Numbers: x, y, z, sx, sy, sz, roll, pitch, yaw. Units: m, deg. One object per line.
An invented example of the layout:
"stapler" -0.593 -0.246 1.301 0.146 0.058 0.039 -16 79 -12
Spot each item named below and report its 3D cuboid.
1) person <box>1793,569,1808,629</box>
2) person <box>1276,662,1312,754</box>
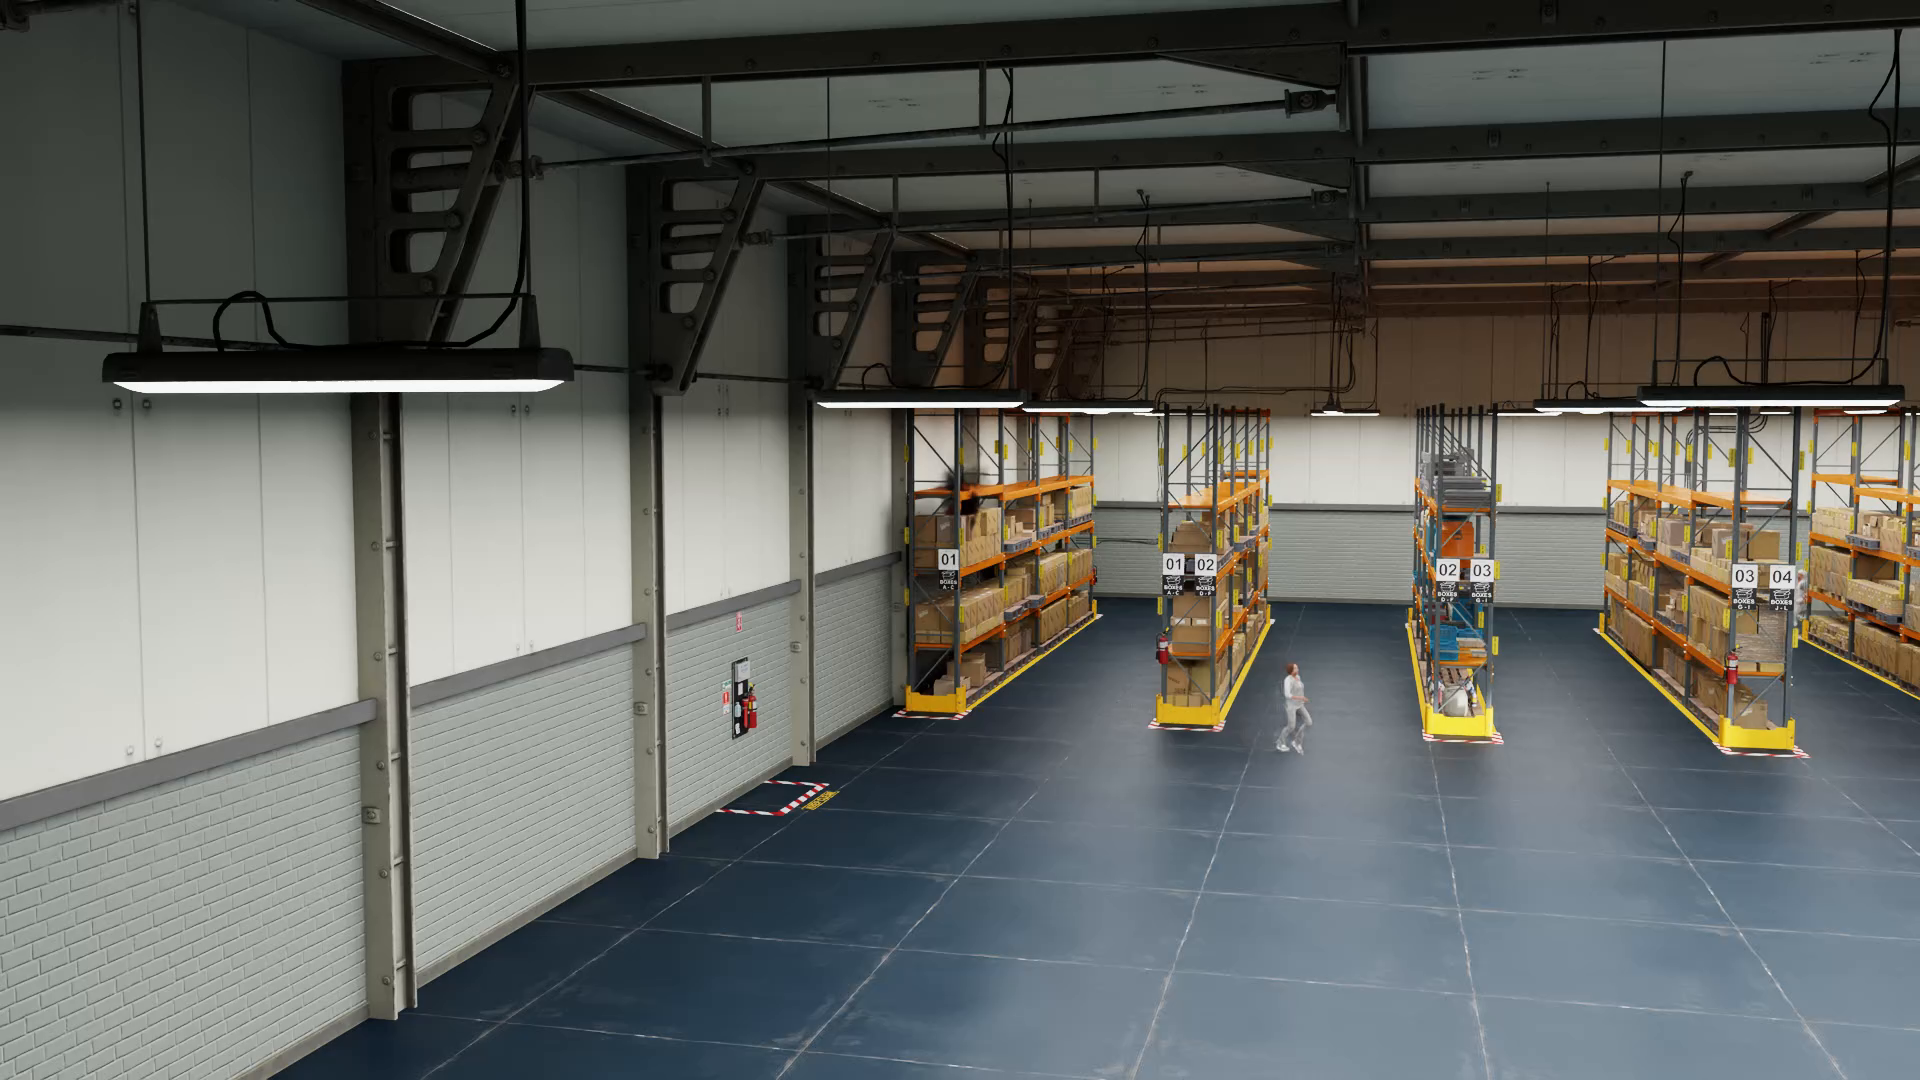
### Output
"person" 22.309 1.659 44.096 0.718 1.778 0.701 0 4 -2
"person" 5.719 2.881 28.432 0.548 1.563 0.661 -4 6 -43
